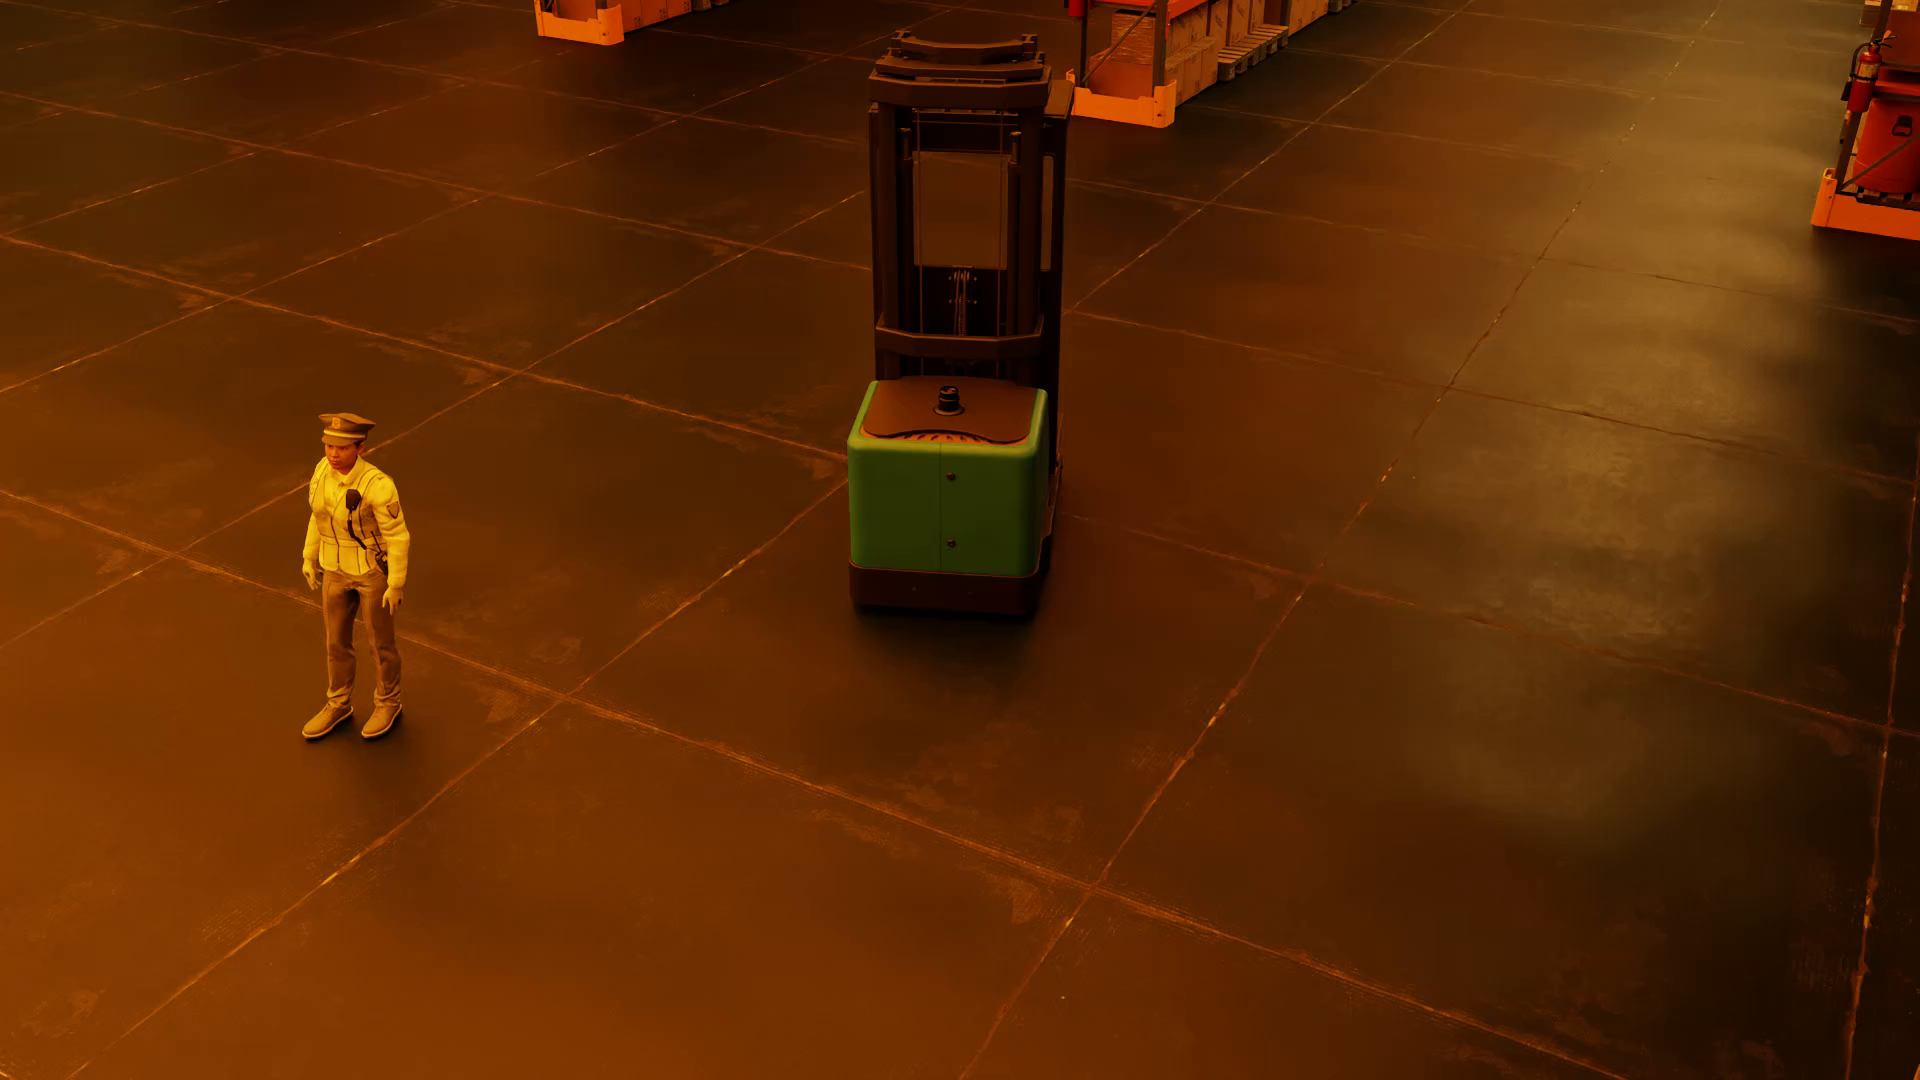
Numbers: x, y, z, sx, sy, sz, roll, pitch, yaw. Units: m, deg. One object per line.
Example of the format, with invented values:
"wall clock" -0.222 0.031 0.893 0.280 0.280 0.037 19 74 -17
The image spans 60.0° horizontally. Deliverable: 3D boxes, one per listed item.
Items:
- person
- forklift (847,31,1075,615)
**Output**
"person" -2.929 0.182 7.977 0.588 1.694 0.531 11 32 19
"forklift" 0.072 -1.572 9.794 1.130 2.935 3.031 3 30 6
